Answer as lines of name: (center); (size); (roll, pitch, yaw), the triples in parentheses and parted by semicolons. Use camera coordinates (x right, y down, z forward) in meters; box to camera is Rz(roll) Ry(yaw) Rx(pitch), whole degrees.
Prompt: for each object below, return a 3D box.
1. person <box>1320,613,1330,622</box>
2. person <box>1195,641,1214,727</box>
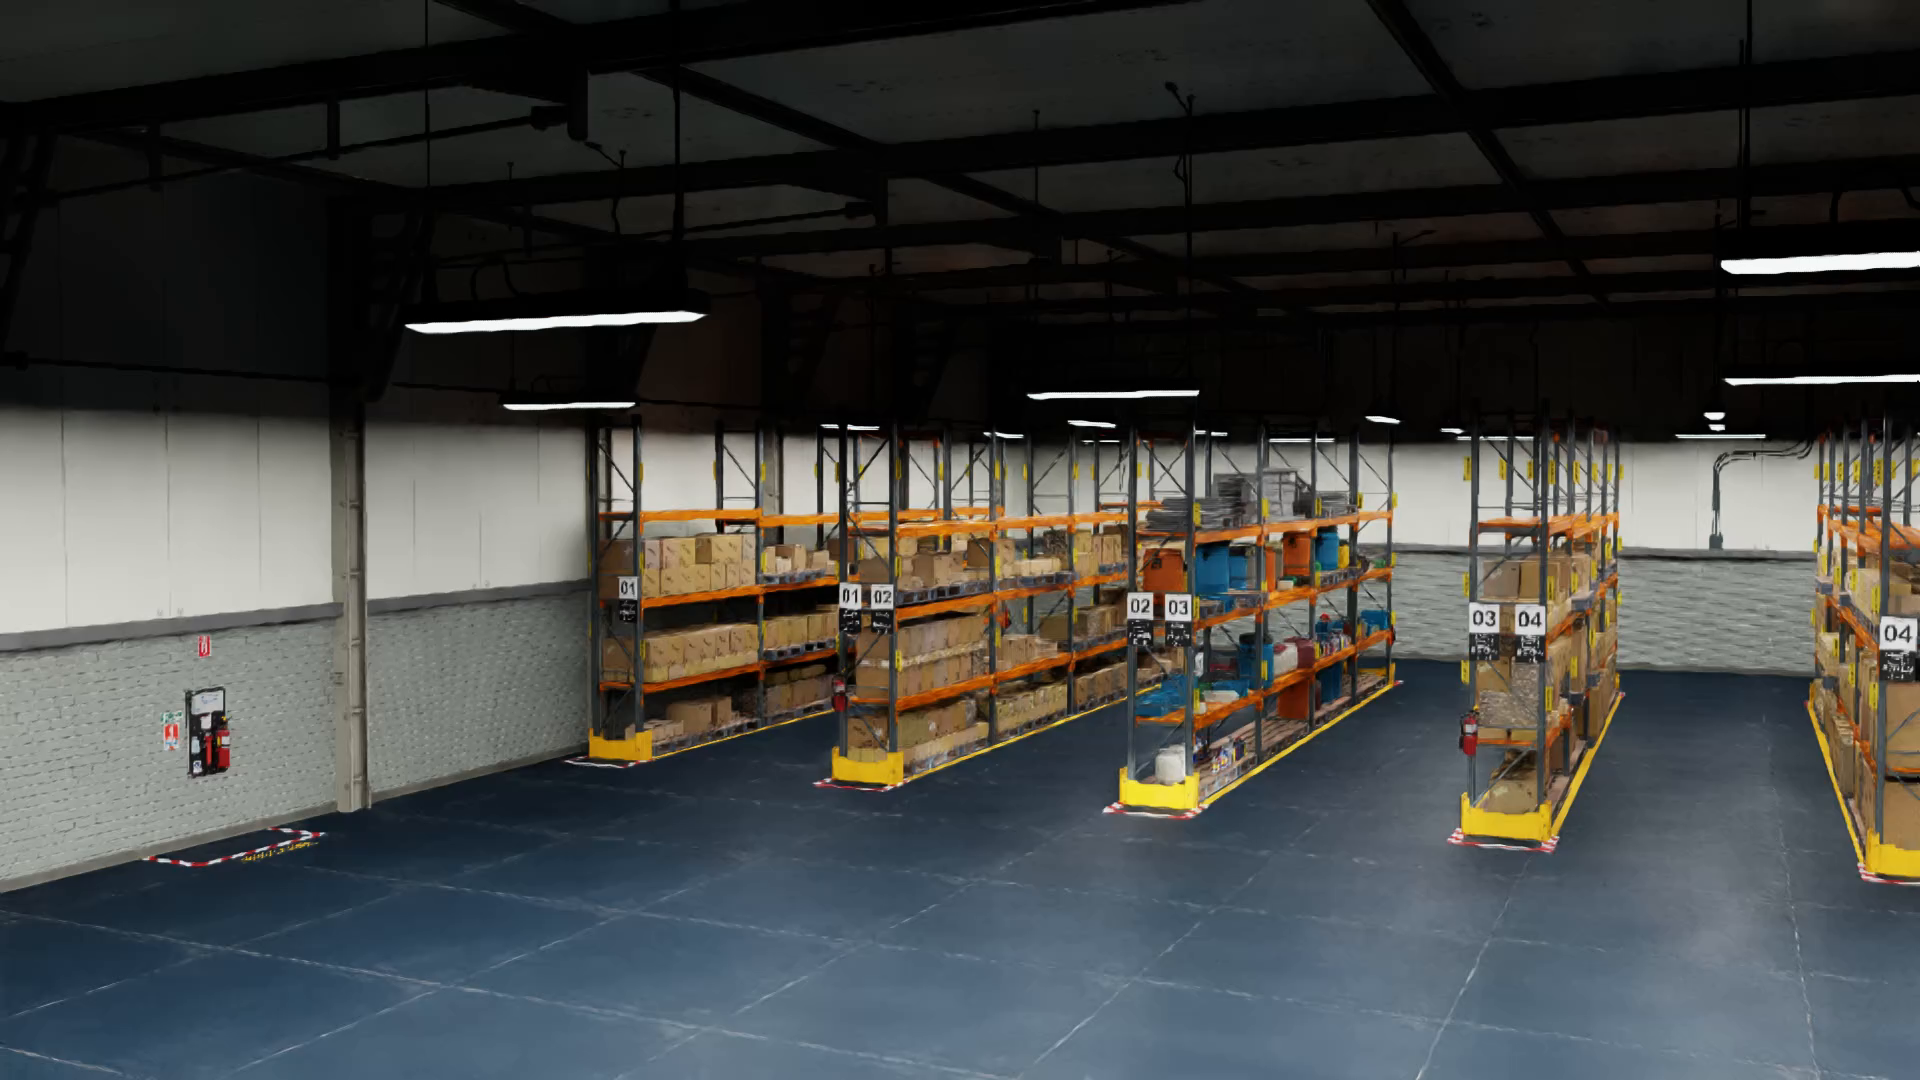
person: (8.481, 2.553, 38.439); (0.573, 1.748, 0.960); (2, 3, 40)
person: (4.798, 2.813, 32.608); (0.416, 1.679, 0.507); (0, 2, -7)
